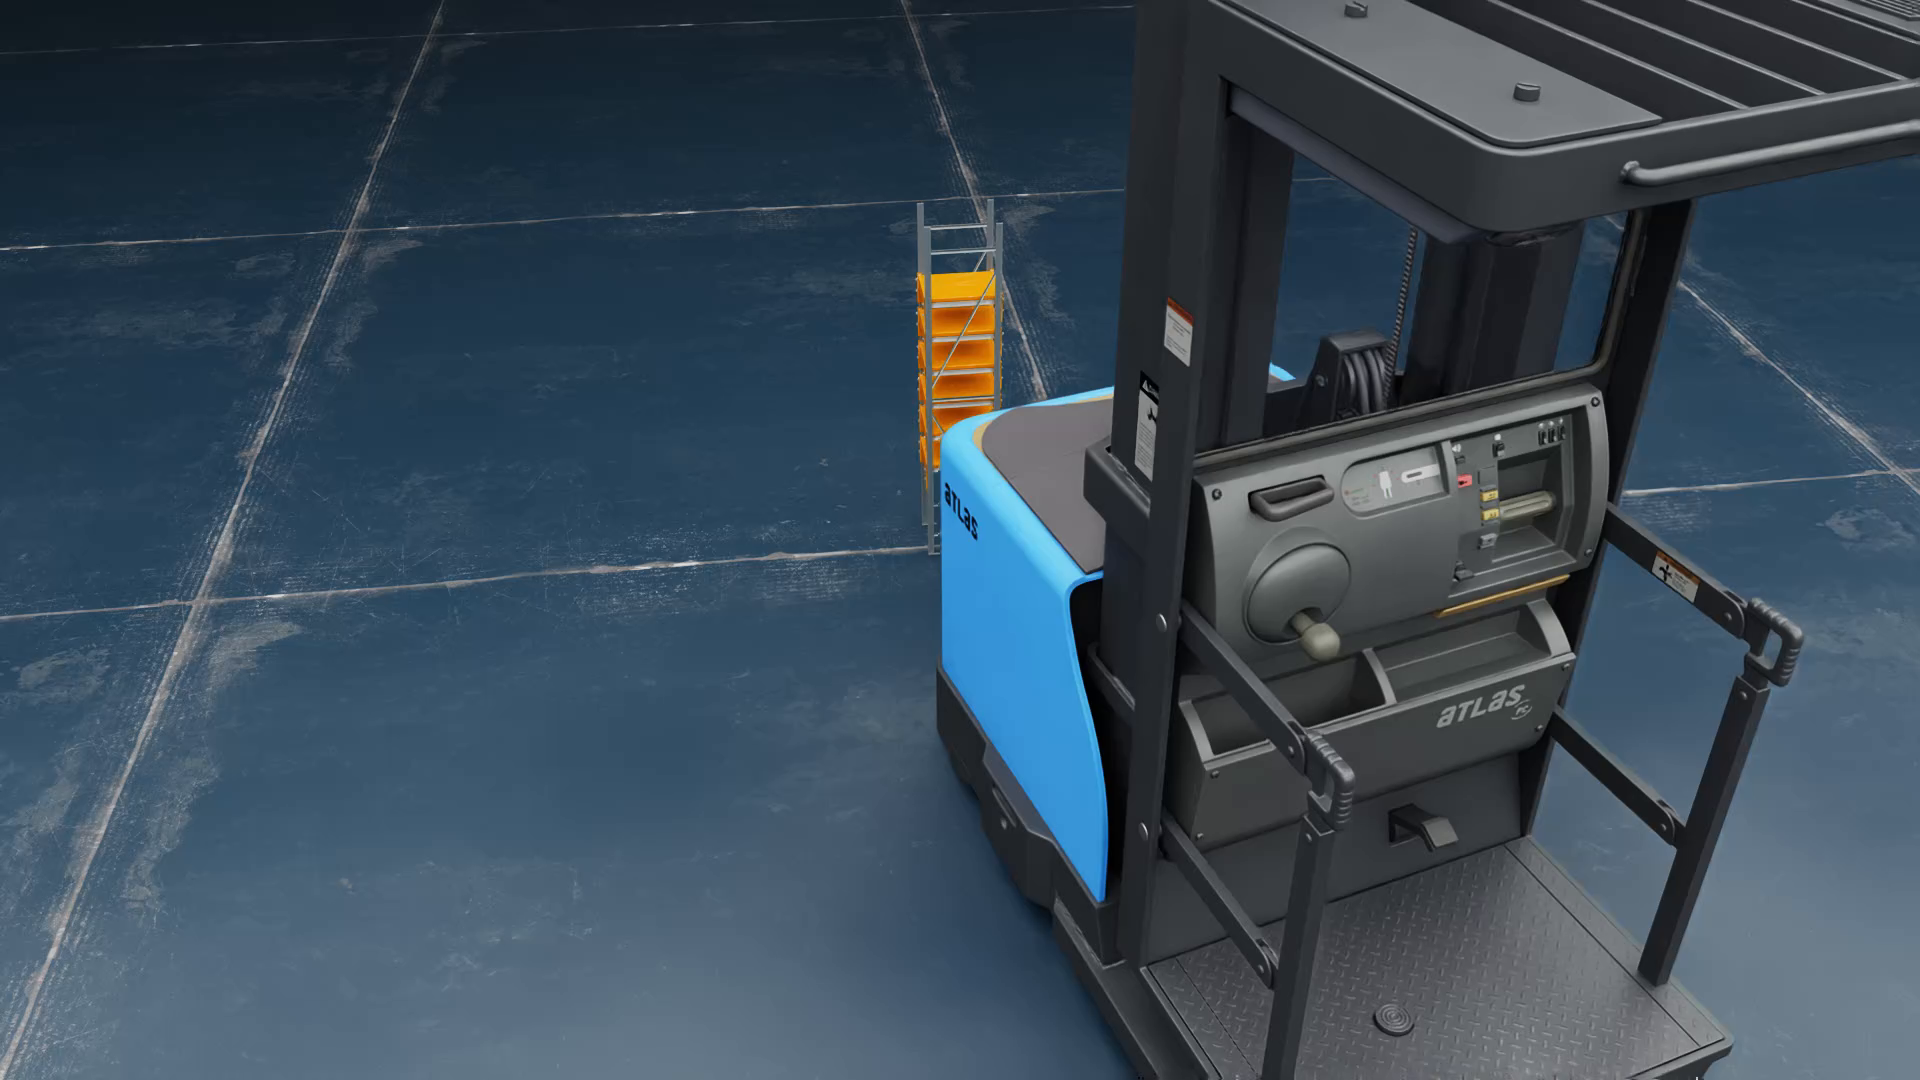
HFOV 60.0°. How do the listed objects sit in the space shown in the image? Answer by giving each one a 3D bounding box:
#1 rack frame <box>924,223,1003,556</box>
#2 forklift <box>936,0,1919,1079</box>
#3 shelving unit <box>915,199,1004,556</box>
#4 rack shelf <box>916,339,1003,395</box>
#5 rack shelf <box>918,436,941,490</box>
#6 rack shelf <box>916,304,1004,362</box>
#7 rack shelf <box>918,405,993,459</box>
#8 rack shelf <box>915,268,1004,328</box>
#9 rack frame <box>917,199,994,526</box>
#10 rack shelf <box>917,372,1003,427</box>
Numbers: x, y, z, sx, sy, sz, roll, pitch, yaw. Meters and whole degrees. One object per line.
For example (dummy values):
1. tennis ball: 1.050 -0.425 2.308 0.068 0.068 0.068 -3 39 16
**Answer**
1. rack frame: 0.010 -0.453 5.349 0.240 1.200 0.006 -4 35 -6
2. forklift: 0.976 0.027 3.108 1.130 2.935 3.031 -13 37 -19
3. shelving unit: -0.002 -0.504 5.424 0.258 1.200 0.189 -4 35 -6
4. rack shelf: -0.002 -0.566 5.381 0.258 0.103 0.180 -4 35 -6
5. rack shelf: -0.002 -0.269 5.584 0.258 0.103 0.180 -4 35 -6
6. rack shelf: -0.002 -0.665 5.314 0.258 0.103 0.180 -4 35 -6
7. rack shelf: -0.002 -0.368 5.517 0.258 0.103 0.180 -4 35 -6
8. rack shelf: -0.002 -0.765 5.246 0.258 0.103 0.180 -4 35 -6
9. rack frame: -0.014 -0.555 5.499 0.240 1.200 0.006 -4 35 -6
10. rack shelf: -0.002 -0.467 5.449 0.258 0.103 0.180 -4 35 -6
